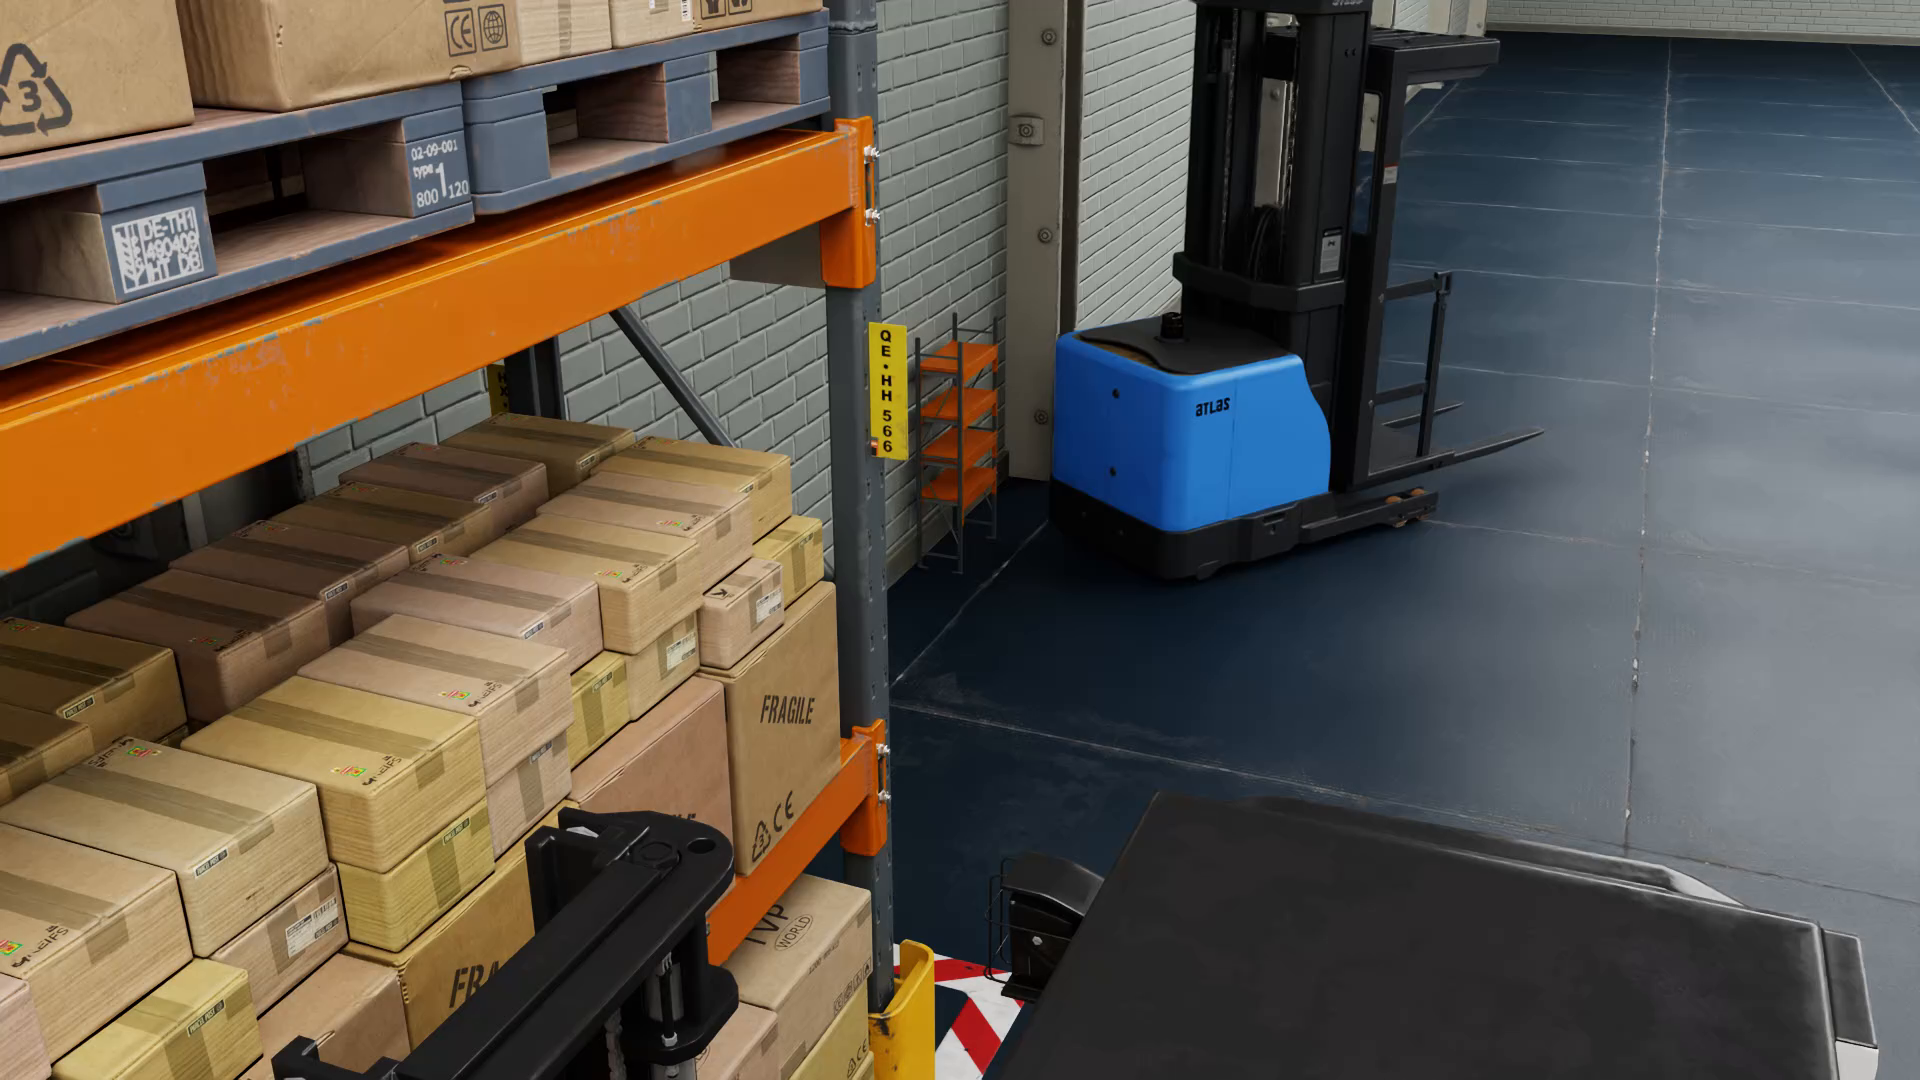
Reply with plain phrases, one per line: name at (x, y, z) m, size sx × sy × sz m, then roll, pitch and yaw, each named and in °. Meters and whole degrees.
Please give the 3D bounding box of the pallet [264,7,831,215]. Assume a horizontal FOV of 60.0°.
pallet at (-0.955, -0.878, 3.182) m, size 1.003 × 0.211 × 1.213 m, roll 9°, pitch 24°, yaw 20°

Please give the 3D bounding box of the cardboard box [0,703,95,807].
cardboard box at (-1.592, 0.373, 2.609) m, size 0.380 × 0.149 × 0.250 m, roll 9°, pitch 24°, yaw 20°

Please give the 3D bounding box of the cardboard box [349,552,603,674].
cardboard box at (-0.902, 0.161, 3.116) m, size 0.380 × 0.149 × 0.250 m, roll 9°, pitch 24°, yaw 20°

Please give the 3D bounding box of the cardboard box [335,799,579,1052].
cardboard box at (-0.998, 0.752, 2.929) m, size 0.500 × 0.500 × 0.500 m, roll 8°, pitch 24°, yaw 19°

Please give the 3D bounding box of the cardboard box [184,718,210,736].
cardboard box at (-1.482, 0.309, 3.148) m, size 0.380 × 0.149 × 0.250 m, roll 9°, pitch 24°, yaw 21°

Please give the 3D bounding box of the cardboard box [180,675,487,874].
cardboard box at (-0.986, 0.363, 2.631) m, size 0.380 × 0.149 × 0.250 m, roll 9°, pitch 24°, yaw 21°

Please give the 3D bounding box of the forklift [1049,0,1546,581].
forklift at (1.981, -1.573, 8.713) m, size 3.031 × 2.935 × 1.130 m, roll -14°, pitch 27°, yaw -31°

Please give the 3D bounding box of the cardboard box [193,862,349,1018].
cardboard box at (-1.167, 0.574, 2.512) m, size 0.380 × 0.149 × 0.250 m, roll 9°, pitch 24°, yaw 20°

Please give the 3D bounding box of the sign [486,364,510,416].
sign at (-1.181, -0.301, 4.353) m, size 0.100 × 0.325 × 0.005 m, roll 9°, pitch 24°, yaw 20°

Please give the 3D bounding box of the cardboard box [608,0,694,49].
cardboard box at (-0.694, -0.952, 2.896) m, size 0.380 × 0.149 × 0.250 m, roll 8°, pitch 24°, yaw 19°

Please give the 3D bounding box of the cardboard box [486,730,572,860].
cardboard box at (-0.915, 0.404, 2.919) m, size 0.380 × 0.149 × 0.250 m, roll 8°, pitch 24°, yaw 18°

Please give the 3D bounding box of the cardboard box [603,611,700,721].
cardboard box at (-0.757, 0.215, 3.372) m, size 0.380 × 0.149 × 0.250 m, roll 9°, pitch 24°, yaw 21°

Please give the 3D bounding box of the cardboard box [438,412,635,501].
cardboard box at (-0.991, -0.177, 3.924) m, size 0.380 × 0.149 × 0.250 m, roll 8°, pitch 24°, yaw 19°

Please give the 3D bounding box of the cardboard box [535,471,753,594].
cardboard box at (-0.668, -0.015, 3.537) m, size 0.380 × 0.149 × 0.250 m, roll 9°, pitch 24°, yaw 20°

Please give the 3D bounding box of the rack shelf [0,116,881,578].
rack shelf at (-1.411, -0.120, 2.187) m, size 1.077 × 0.370 × 4.000 m, roll 9°, pitch 24°, yaw 20°

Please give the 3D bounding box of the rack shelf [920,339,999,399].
rack shelf at (-0.012, -0.850, 8.209) m, size 0.258 × 0.148 × 0.480 m, roll 9°, pitch 24°, yaw 20°

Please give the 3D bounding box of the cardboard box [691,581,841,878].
cardboard box at (-0.607, 0.384, 3.809) m, size 0.500 × 0.500 × 0.500 m, roll 8°, pitch 24°, yaw 19°

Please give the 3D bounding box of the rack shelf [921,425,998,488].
rack shelf at (-0.013, -0.425, 8.386) m, size 0.258 × 0.148 × 0.480 m, roll 9°, pitch 24°, yaw 20°

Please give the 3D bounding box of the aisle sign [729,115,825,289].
aisle sign at (-0.371, -0.965, 3.795) m, size 0.394 × 0.787 × 0.004 m, roll 9°, pitch 24°, yaw 20°

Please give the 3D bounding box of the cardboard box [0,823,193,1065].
cardboard box at (-1.279, 0.529, 2.233) m, size 0.380 × 0.149 × 0.250 m, roll 9°, pitch 24°, yaw 20°

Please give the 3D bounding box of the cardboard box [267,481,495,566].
cardboard box at (-1.205, 0.009, 3.480) m, size 0.380 × 0.149 × 0.250 m, roll 9°, pitch 24°, yaw 21°

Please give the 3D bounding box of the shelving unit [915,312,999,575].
shelving unit at (-0.013, -0.488, 8.360) m, size 0.258 × 1.200 × 0.503 m, roll 9°, pitch 24°, yaw 20°

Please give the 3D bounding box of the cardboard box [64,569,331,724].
cardboard box at (-1.385, 0.193, 3.039) m, size 0.380 × 0.149 × 0.250 m, roll 10°, pitch 25°, yaw 22°

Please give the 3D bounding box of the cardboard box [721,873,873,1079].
cardboard box at (-0.549, 1.040, 4.095) m, size 0.500 × 0.250 × 0.500 m, roll 10°, pitch 25°, yaw 22°

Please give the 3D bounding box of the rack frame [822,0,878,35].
rack frame at (-0.668, -2.552, 3.184) m, size 1.000 × 3.000 × 0.127 m, roll 9°, pitch 24°, yaw 20°

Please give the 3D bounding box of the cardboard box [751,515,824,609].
cardboard box at (-0.537, 0.035, 3.803) m, size 0.380 × 0.149 × 0.250 m, roll 9°, pitch 24°, yaw 21°

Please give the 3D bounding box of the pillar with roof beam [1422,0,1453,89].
pillar with roof beam at (11.148, -10.404, 21.982) m, size 9.100 × 9.000 × 0.400 m, roll 9°, pitch 24°, yaw 20°

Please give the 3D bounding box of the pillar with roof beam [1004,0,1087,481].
pillar with roof beam at (4.462, -3.962, 6.561) m, size 9.100 × 9.000 × 0.400 m, roll 9°, pitch 24°, yaw 20°

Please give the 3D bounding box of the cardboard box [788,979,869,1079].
cardboard box at (-0.559, 1.280, 4.169) m, size 0.500 × 0.250 × 0.500 m, roll 8°, pitch 24°, yaw 19°

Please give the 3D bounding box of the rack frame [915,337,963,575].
rack frame at (-0.101, -0.400, 8.150) m, size 0.240 × 1.200 × 0.015 m, roll 9°, pitch 24°, yaw 20°

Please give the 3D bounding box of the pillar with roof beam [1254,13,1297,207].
pillar with roof beam at (6.691, -6.110, 11.701) m, size 9.100 × 9.000 × 0.400 m, roll 9°, pitch 24°, yaw 20°

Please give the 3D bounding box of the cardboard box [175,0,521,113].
cardboard box at (-1.079, -0.908, 2.336) m, size 0.700 × 0.500 × 0.500 m, roll 9°, pitch 24°, yaw 20°
